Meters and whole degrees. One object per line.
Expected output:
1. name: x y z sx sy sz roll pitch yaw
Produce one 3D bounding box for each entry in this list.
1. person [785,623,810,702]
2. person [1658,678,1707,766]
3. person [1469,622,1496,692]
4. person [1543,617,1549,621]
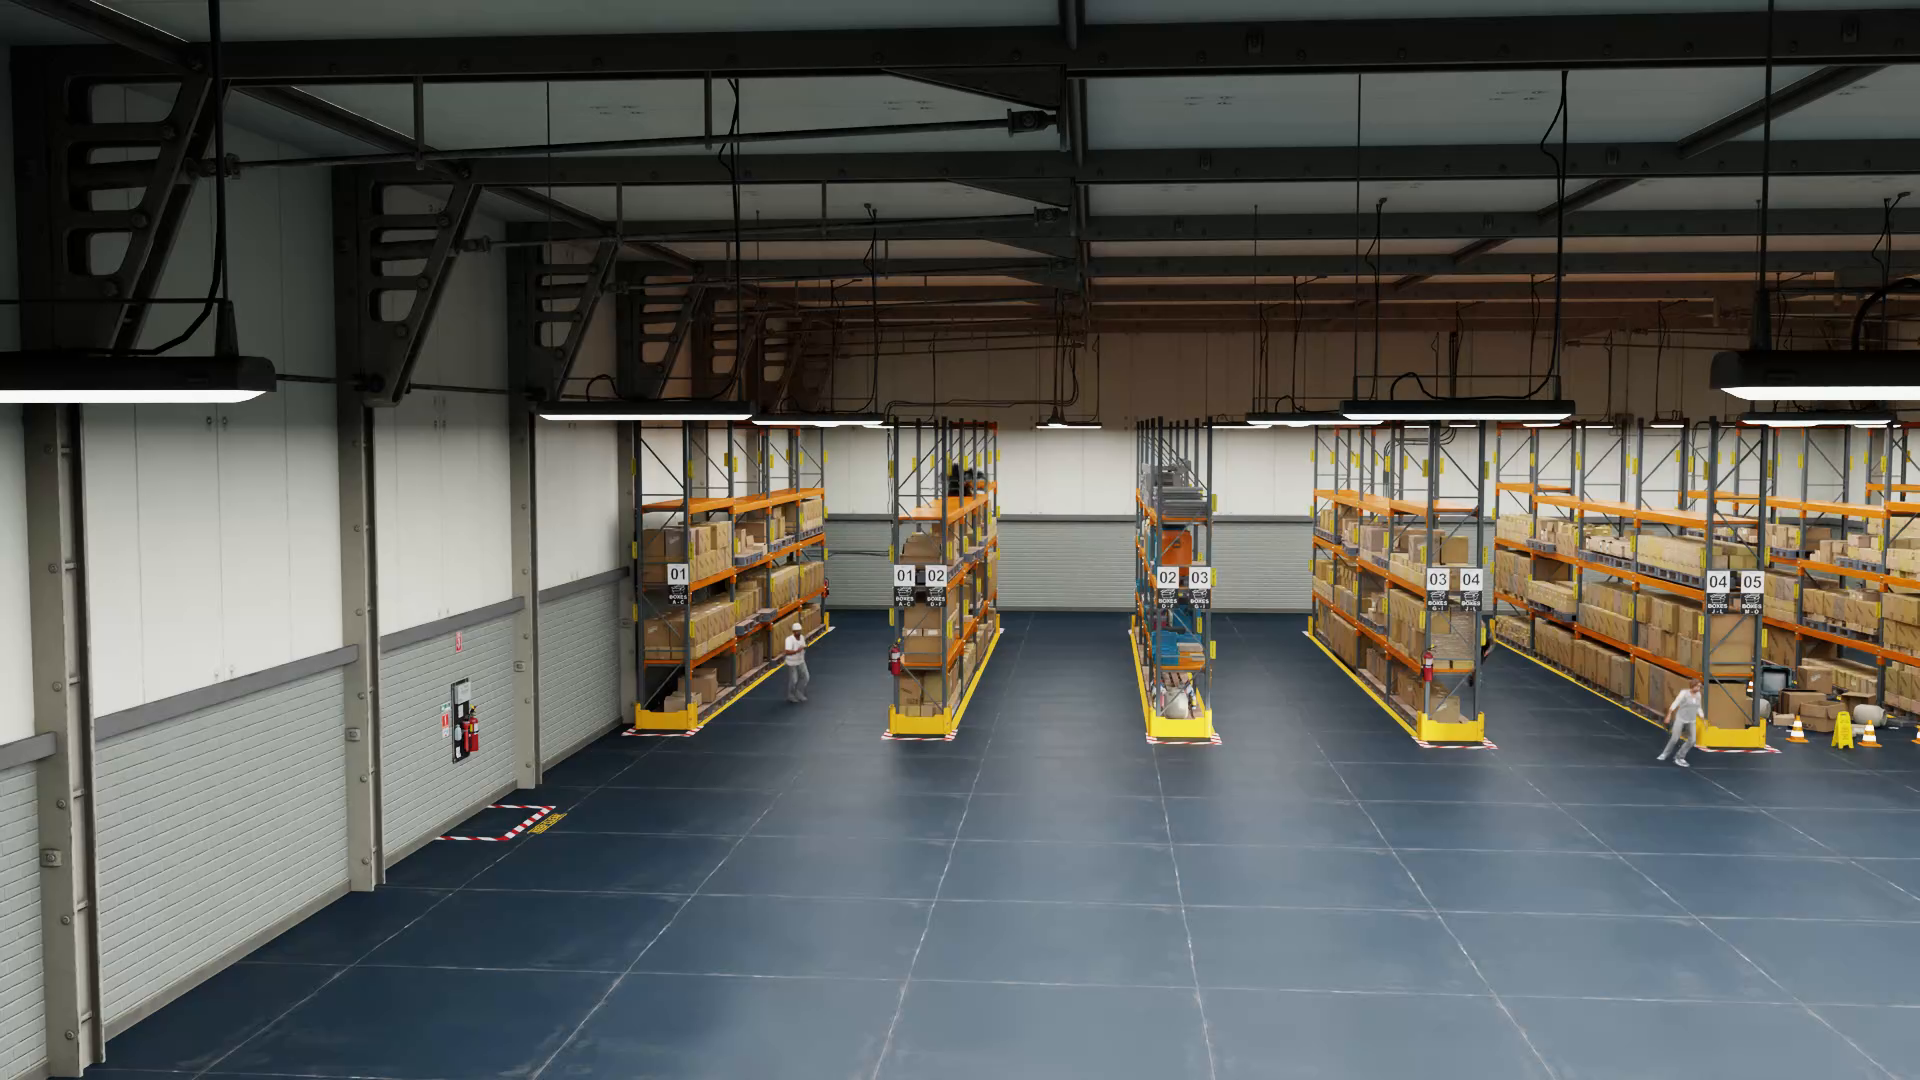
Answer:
1. person: -3.464 2.590 34.923 0.636 1.720 0.865 -3 5 -39
2. person: 12.381 3.162 28.503 0.664 1.421 0.578 -1 4 -11
3. person: 11.424 2.528 36.624 0.648 1.547 1.063 1 4 11
4. person: 16.877 1.741 47.215 0.805 1.847 0.653 0 4 -3
